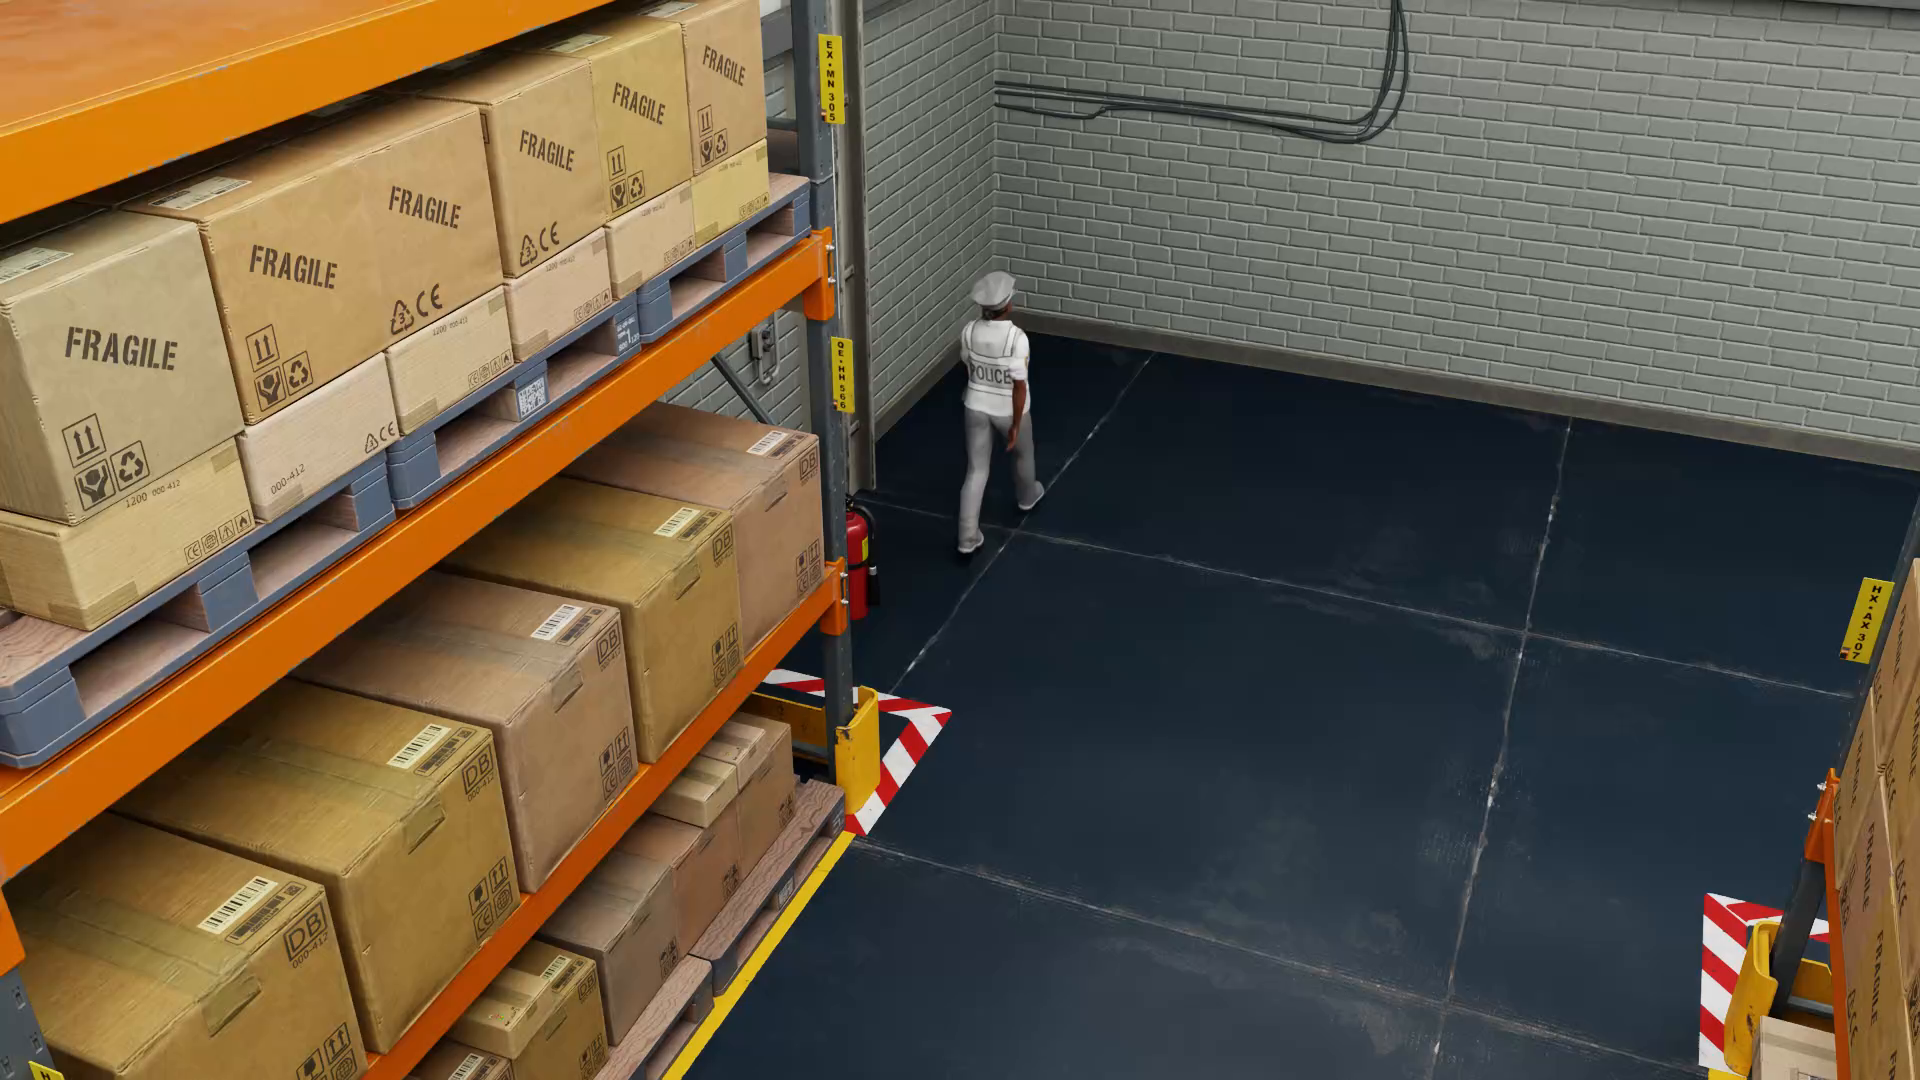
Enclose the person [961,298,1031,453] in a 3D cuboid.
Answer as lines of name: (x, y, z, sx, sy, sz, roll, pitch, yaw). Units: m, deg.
person: (0.221, -1.056, 9.615, 0.450, 0.985, 0.469, 10, 31, 17)
